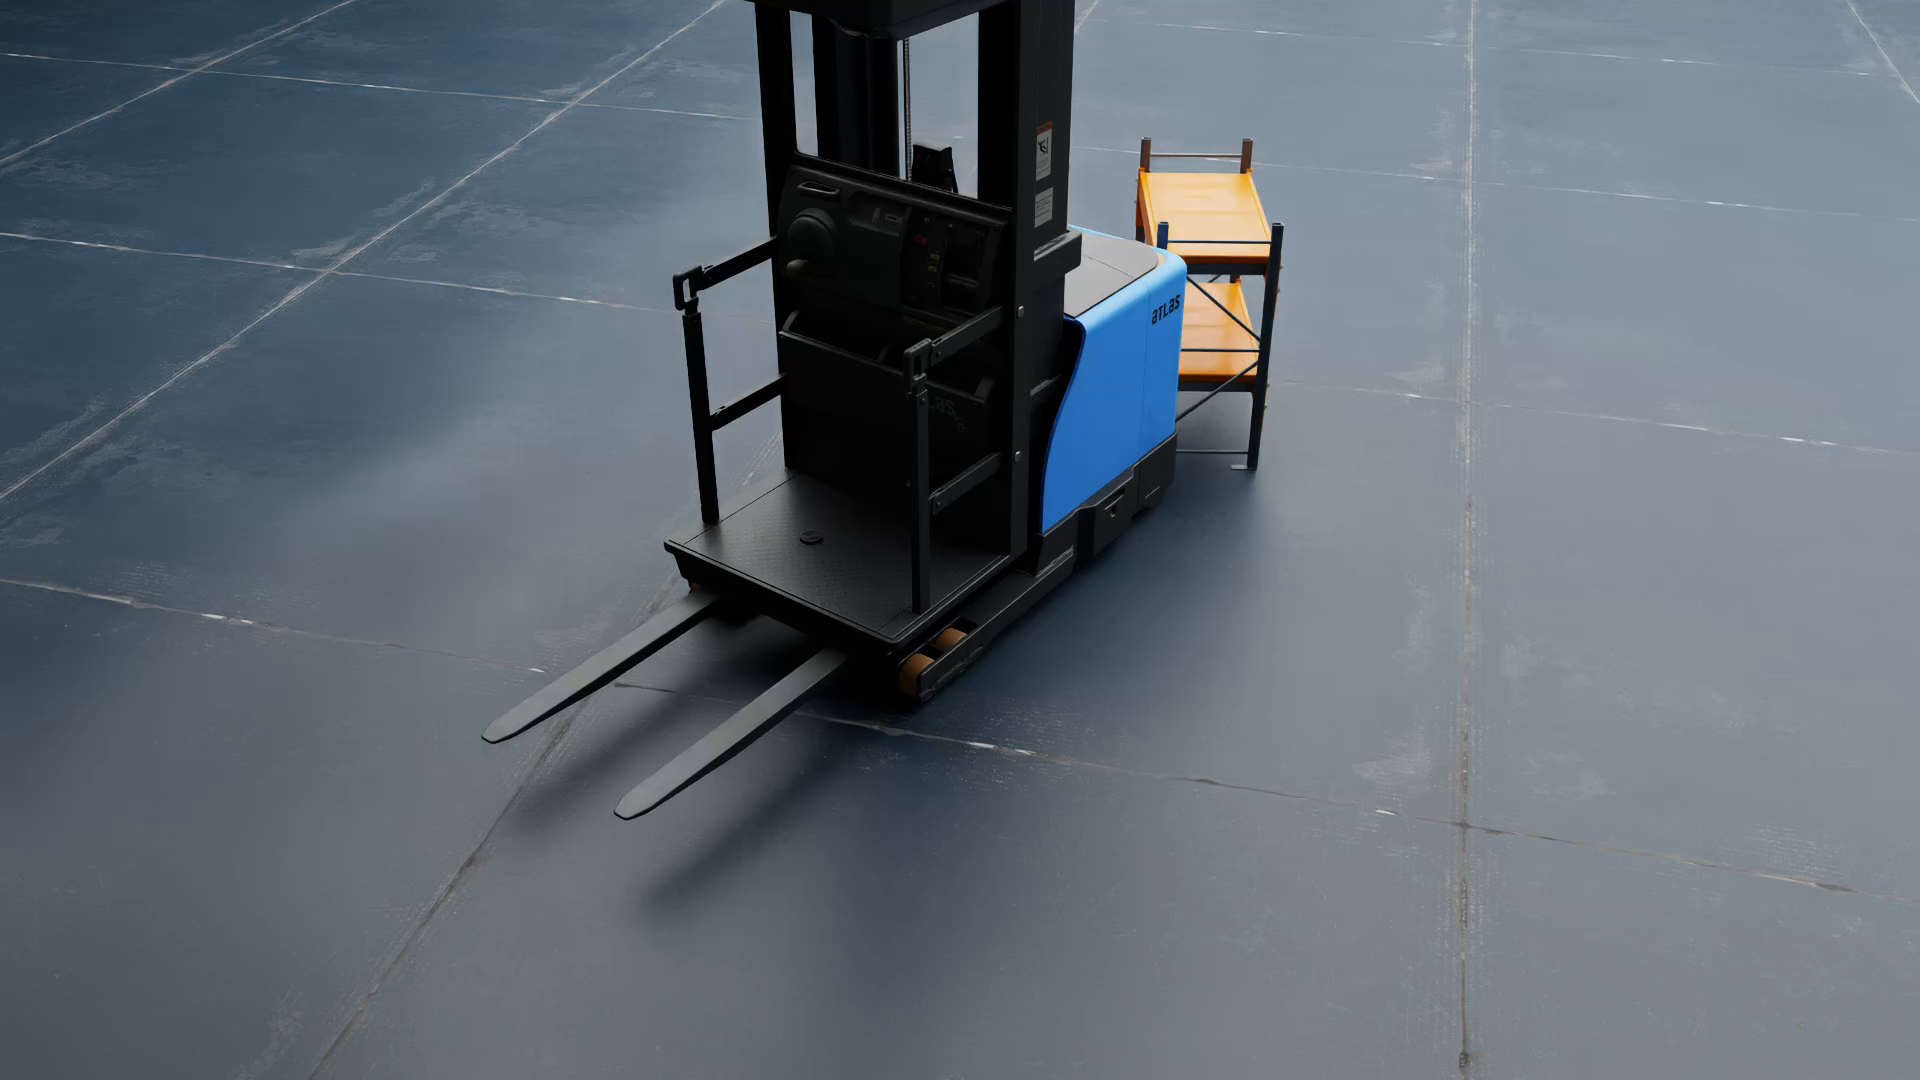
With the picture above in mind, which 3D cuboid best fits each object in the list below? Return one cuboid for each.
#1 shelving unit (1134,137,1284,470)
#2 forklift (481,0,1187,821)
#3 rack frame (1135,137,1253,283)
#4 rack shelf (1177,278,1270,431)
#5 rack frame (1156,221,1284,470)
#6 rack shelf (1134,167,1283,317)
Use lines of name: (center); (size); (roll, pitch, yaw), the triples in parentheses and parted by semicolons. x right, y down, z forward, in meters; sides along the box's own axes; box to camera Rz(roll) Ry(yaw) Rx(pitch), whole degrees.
shelving unit: (1.056, -1.063, 7.374); (0.538, 1.125, 1.048); (1, 32, 1)
forklift: (-0.374, -0.965, 5.536); (1.130, 2.935, 3.031); (22, 38, 30)
rack frame: (1.070, -1.336, 7.803); (0.500, 1.125, 0.032); (1, 32, 1)
rack shelf: (1.056, -0.857, 7.505); (0.538, 0.278, 1.000); (1, 32, 1)
rack frame: (1.042, -0.791, 6.945); (0.500, 1.125, 0.032); (1, 32, 1)
rack shelf: (1.056, -1.310, 7.217); (0.538, 0.278, 1.000); (1, 32, 1)
